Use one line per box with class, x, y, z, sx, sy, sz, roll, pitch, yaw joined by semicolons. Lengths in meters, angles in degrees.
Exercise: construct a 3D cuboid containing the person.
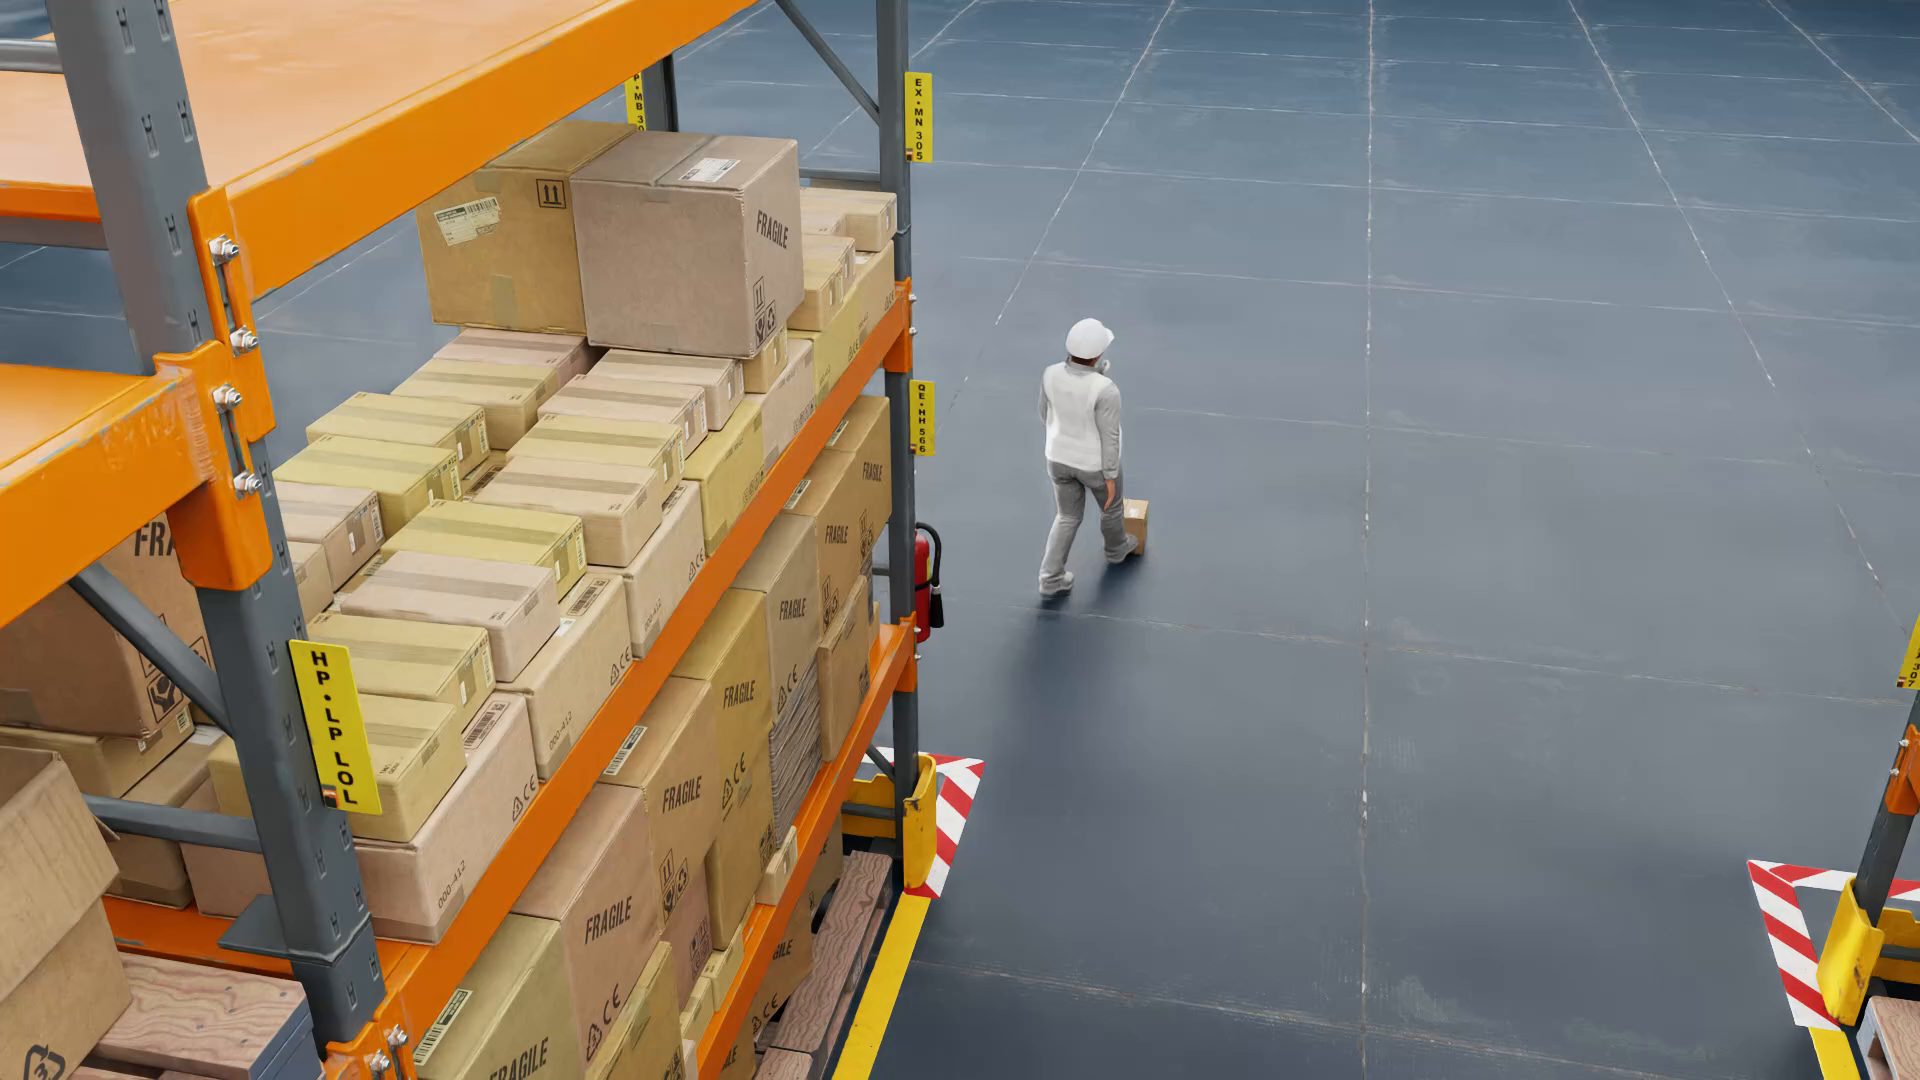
person;0.767;-0.551;9.637;0.584;1.711;0.933;16;32;27
